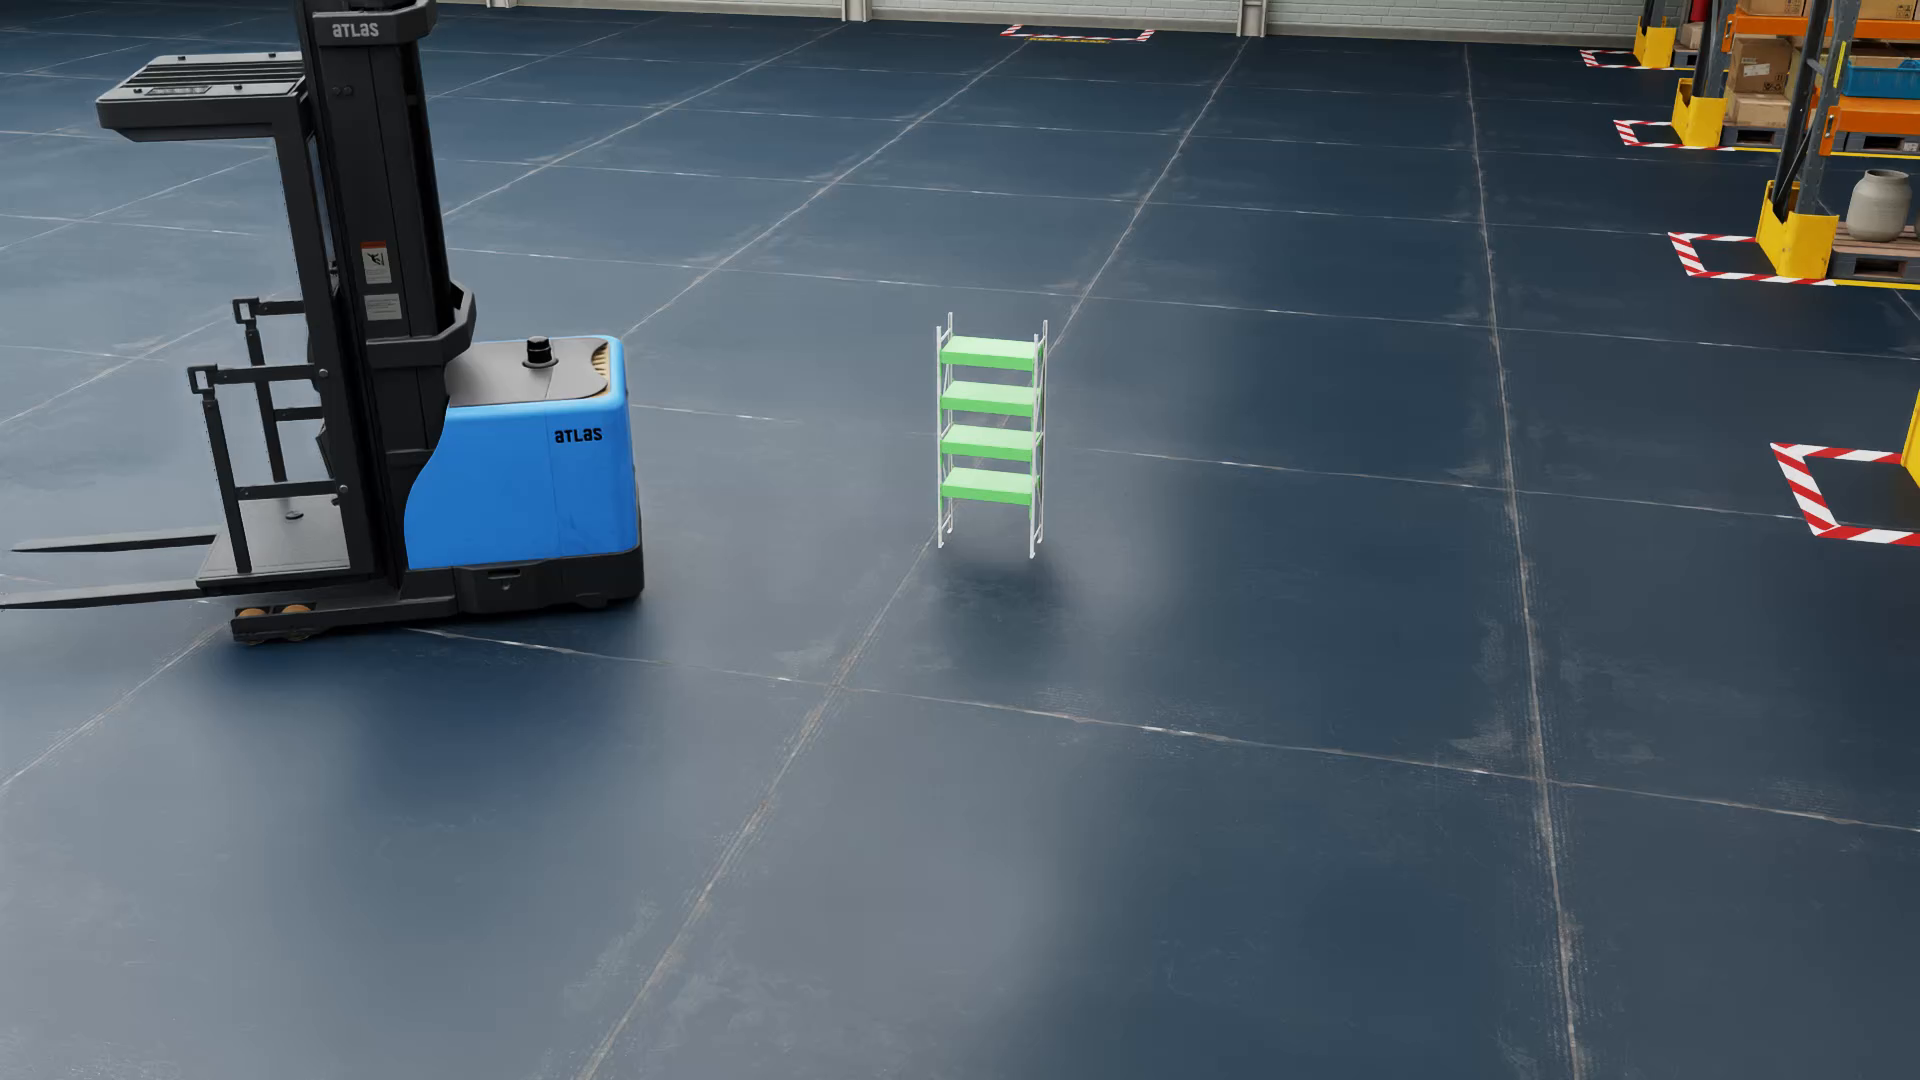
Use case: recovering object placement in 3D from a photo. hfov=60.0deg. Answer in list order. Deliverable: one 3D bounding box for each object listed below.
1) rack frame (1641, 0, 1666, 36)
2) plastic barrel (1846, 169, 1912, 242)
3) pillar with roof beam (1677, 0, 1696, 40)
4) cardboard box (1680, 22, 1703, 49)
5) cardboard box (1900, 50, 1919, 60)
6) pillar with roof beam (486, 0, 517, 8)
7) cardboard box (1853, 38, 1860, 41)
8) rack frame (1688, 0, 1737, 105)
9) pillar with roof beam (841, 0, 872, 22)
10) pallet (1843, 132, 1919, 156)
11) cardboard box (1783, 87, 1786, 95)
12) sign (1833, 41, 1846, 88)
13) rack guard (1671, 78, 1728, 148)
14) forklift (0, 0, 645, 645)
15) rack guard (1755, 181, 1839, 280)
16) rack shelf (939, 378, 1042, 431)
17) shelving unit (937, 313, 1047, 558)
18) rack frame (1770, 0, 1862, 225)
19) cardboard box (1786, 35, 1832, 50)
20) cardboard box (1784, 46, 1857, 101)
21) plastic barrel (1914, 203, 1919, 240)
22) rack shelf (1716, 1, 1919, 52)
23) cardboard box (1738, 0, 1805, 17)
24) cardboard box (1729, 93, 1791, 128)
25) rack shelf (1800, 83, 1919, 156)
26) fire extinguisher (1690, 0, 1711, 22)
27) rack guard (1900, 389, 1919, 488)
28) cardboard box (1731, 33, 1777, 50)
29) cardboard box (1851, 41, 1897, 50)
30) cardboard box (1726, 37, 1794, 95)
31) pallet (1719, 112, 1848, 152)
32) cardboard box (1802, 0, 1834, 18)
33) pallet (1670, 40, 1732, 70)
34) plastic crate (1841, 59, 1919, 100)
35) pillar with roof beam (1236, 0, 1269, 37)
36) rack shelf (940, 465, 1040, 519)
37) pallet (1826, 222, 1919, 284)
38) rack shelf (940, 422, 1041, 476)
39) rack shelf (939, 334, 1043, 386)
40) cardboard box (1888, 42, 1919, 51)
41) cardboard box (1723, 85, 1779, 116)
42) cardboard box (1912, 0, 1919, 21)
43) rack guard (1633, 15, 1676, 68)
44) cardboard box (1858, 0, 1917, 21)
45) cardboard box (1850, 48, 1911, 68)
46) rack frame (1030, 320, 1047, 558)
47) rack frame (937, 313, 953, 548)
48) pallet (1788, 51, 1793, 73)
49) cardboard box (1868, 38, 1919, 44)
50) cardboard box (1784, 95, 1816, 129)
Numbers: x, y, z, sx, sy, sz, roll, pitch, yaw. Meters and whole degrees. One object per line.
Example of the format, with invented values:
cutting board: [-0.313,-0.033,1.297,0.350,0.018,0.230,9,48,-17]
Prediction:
rack frame: [9.150,-7.765,21.570,0.127,3.000,1.000,6,26,13]
plastic barrel: [7.339,-2.668,13.270,0.421,0.512,0.421,0,25,0]
pillar with roof beam: [8.971,-8.966,17.115,0.400,9.000,9.100,6,26,13]
cardboard box: [9.797,-6.638,21.819,0.500,0.311,0.500,3,26,7]
cardboard box: [9.835,-4.677,16.922,0.500,0.500,0.500,6,26,13]
pillar with roof beam: [-8.462,-10.894,21.163,0.400,9.000,9.100,6,26,13]
cardboard box: [11.479,-6.428,21.566,0.250,0.149,0.380,4,26,9]
rack frame: [7.919,-5.702,17.237,0.127,3.000,1.000,6,26,13]
pillar with roof beam: [-2.651,-10.251,19.813,0.400,9.000,9.100,6,26,13]
pallet: [9.848,-4.247,17.425,1.213,0.211,1.003,6,26,13]
cardboard box: [9.000,-4.667,17.774,0.500,0.250,0.500,6,26,13]
sign: [6.541,-3.537,12.367,0.005,0.325,0.100,6,26,13]
rack guard: [7.896,-4.576,17.780,0.348,0.500,1.175,6,26,13]
forklift: [-3.106,-1.083,7.615,3.031,2.935,1.130,-5,26,-10]
rack guard: [6.767,-2.523,13.468,0.348,0.500,1.175,6,26,13]
rack shelf: [0.160,-0.683,8.379,0.480,0.148,0.258,6,26,13]
shelving unit: [0.160,-0.524,8.455,0.503,1.200,0.258,6,26,13]
rack frame: [6.682,-3.640,12.907,0.127,3.000,1.000,6,26,13]
cardboard box: [11.047,-6.563,21.442,0.500,0.500,0.700,5,26,10]
cardboard box: [8.868,-4.786,17.151,0.500,0.500,0.500,6,26,13]
plastic barrel: [7.824,-2.614,13.158,0.421,0.512,0.421,0,25,0]
rack shelf: [9.856,-5.163,16.942,4.000,0.370,1.077,6,26,13]
cardboard box: [8.368,-5.692,17.100,0.500,0.500,0.700,6,26,13]
cardboard box: [8.383,-4.500,17.423,0.500,0.250,0.500,6,26,13]
rack shelf: [8.619,-3.101,12.612,4.000,0.370,1.077,6,26,13]
fire extinguisher: [7.921,-5.873,17.687,0.183,0.674,0.296,6,26,13]
rack guard: [5.522,-0.442,9.096,0.348,0.500,1.175,6,26,13]
cardboard box: [10.349,-6.577,21.691,0.500,0.311,0.500,9,27,17]
cardboard box: [9.485,-4.954,17.505,0.500,0.500,0.500,6,26,13]
cardboard box: [8.513,-5.055,17.717,0.500,0.500,0.500,6,26,13]
pallet: [8.670,-4.379,17.702,1.213,0.211,1.003,6,26,13]
cardboard box: [8.878,-5.638,16.986,0.500,0.500,0.700,7,26,14]
pallet: [10.001,-6.396,21.939,1.213,0.211,1.003,6,26,13]
plastic crate: [7.241,-3.644,13.088,0.616,0.251,0.499,6,26,13]
pillar with roof beam: [3.160,-9.609,18.464,0.400,9.000,9.100,6,26,13]
rack shelf: [0.160,-0.250,8.585,0.480,0.148,0.258,6,26,13]
pallet: [7.553,-2.304,13.343,1.213,0.211,1.003,6,26,13]
rack shelf: [0.160,-0.466,8.482,0.480,0.148,0.258,6,26,13]
rack shelf: [0.160,-0.900,8.276,0.480,0.148,0.258,6,26,13]
cardboard box: [9.969,-4.900,17.391,0.500,0.500,0.500,6,26,13]
cardboard box: [8.512,-4.716,17.876,0.500,0.250,0.500,6,26,13]
cardboard box: [9.868,-5.527,16.754,0.500,0.500,0.700,7,26,15]
rack guard: [9.223,-6.628,22.090,0.348,0.500,1.175,6,26,13]
cardboard box: [9.358,-5.582,16.869,0.500,0.500,0.700,6,26,13]
cardboard box: [9.356,-4.738,17.050,0.500,0.500,0.500,6,26,13]
rack frame: [0.397,-0.498,8.400,0.015,1.200,0.240,6,26,13]
rack frame: [-0.076,-0.550,8.510,0.015,1.200,0.240,6,26,13]
pallet: [11.179,-6.264,21.663,1.213,0.211,1.003,6,26,13]
cardboard box: [12.008,-6.501,21.312,0.500,0.500,0.500,4,26,9]
cardboard box: [8.869,-4.448,17.314,0.500,0.250,0.500,6,26,13]
